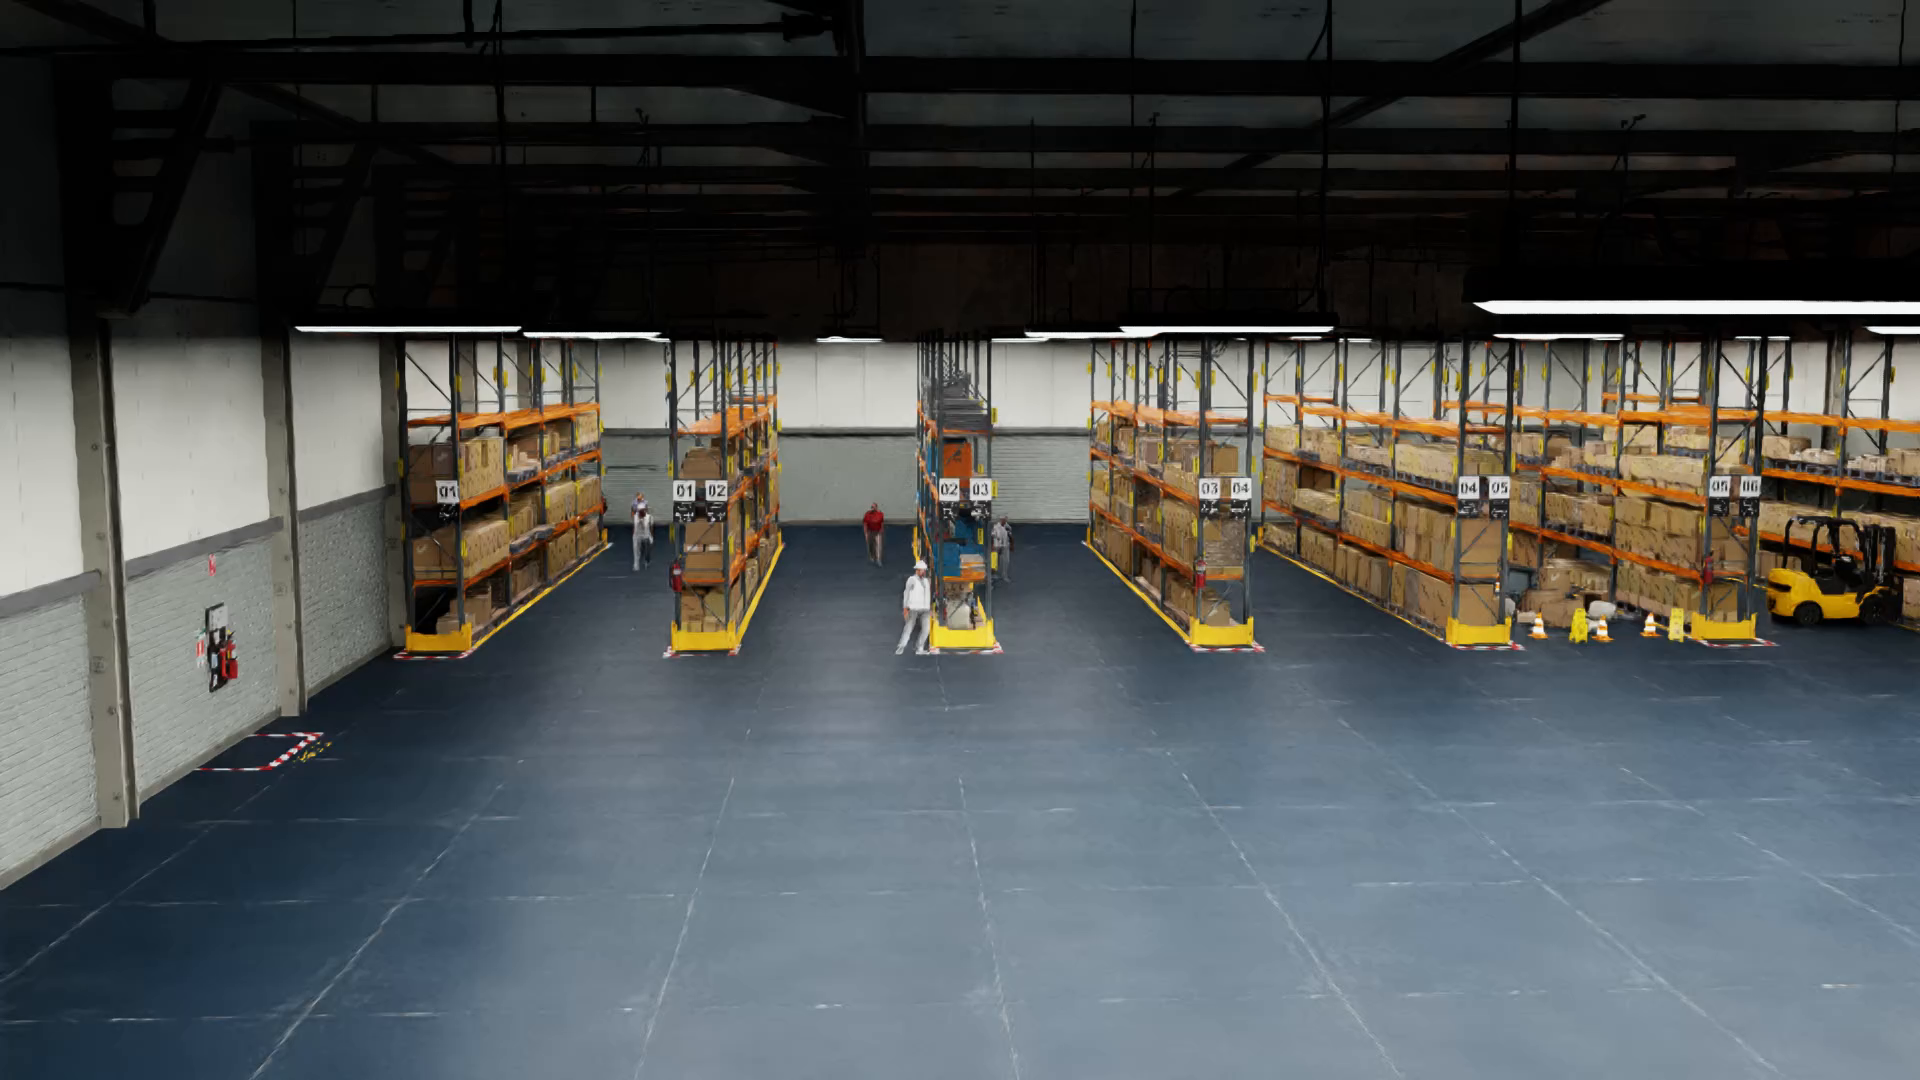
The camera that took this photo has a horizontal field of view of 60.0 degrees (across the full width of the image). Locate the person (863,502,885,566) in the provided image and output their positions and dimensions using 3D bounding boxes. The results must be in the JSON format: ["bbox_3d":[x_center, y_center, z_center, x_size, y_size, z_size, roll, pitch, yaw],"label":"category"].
[{"bbox_3d":[-2.231,-0.182,43.060,0.542,1.645,1.126,0,7,-1],"label":"person"}]

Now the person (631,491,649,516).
[{"bbox_3d":[-9.011,-0.591,46.833,0.478,1.580,1.000,-1,7,-11],"label":"person"}]

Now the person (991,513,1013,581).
[{"bbox_3d":[0.996,0.140,40.507,0.584,1.644,0.659,-1,7,-11],"label":"person"}]

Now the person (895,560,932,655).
[{"bbox_3d":[-0.869,1.249,30.703,0.694,1.750,0.506,-5,9,-38],"label":"person"}]

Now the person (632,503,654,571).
[{"bbox_3d":[-8.036,-0.099,42.082,0.564,1.704,1.112,-1,7,-4],"label":"person"}]
